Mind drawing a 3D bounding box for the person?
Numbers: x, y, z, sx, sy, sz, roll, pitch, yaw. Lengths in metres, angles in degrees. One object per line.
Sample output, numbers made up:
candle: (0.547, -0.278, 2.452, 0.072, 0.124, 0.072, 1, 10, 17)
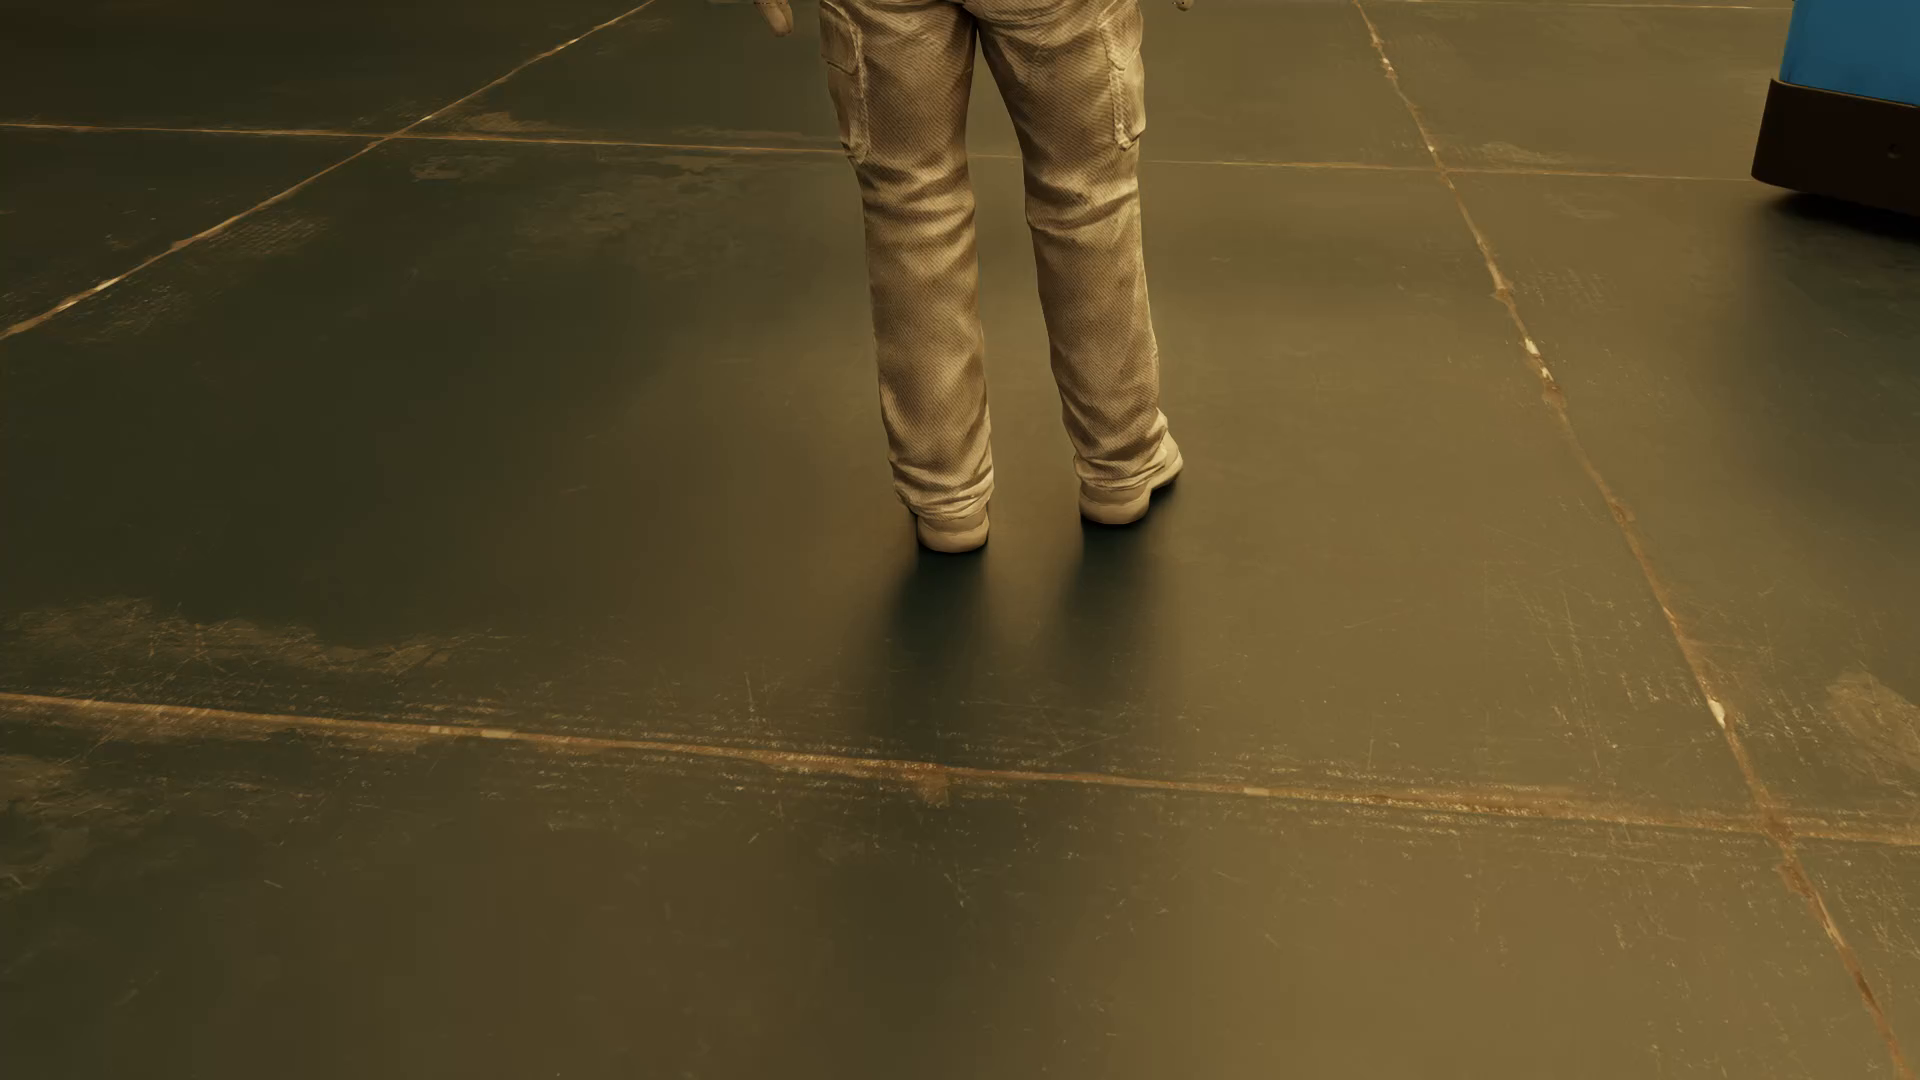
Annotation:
person: (0.017, -0.836, 2.162, 0.656, 1.784, 0.575, 3, 27, 7)

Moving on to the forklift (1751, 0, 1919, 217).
forklift: (3.472, -2.362, 3.951, 3.031, 2.935, 1.130, -18, 32, -32)
